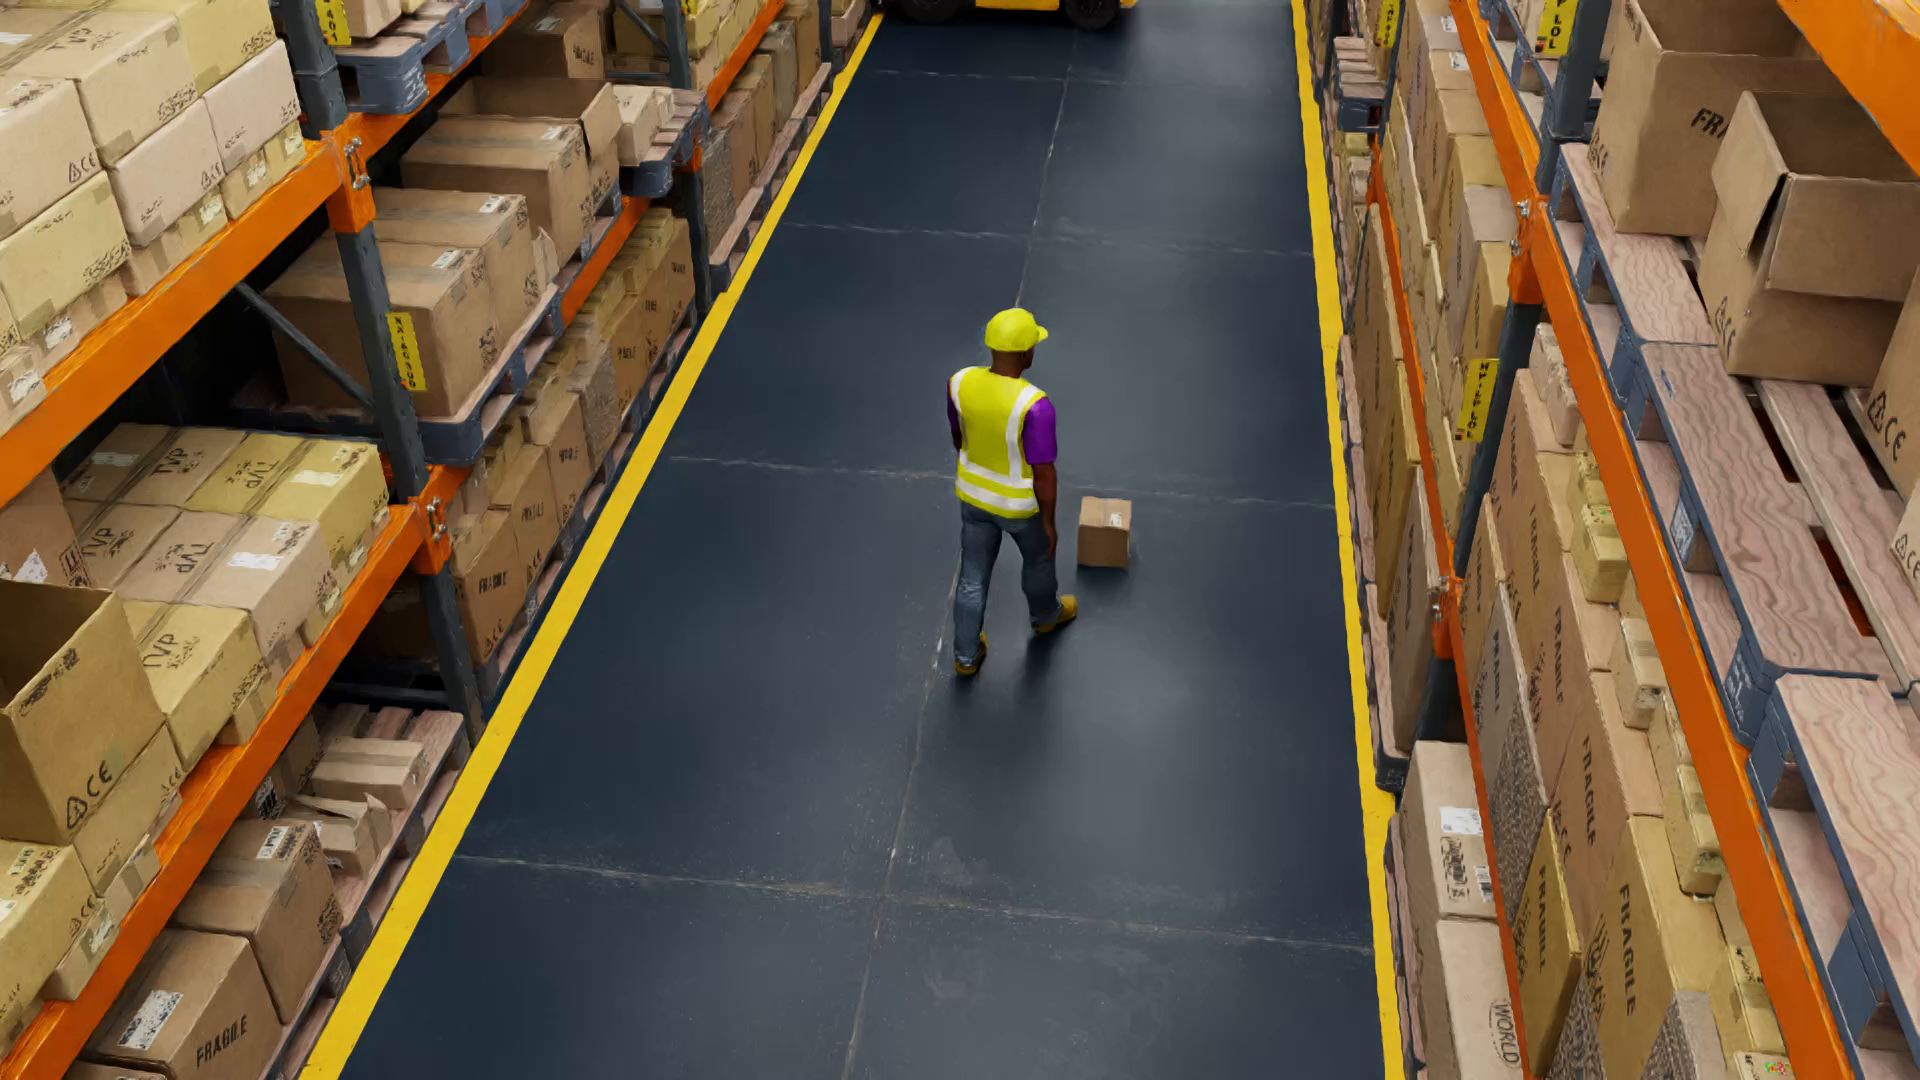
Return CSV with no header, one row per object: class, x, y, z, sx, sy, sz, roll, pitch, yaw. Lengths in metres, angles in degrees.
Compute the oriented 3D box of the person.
person,0.249,-0.251,7.333,0.622,1.748,0.765,19,40,24
